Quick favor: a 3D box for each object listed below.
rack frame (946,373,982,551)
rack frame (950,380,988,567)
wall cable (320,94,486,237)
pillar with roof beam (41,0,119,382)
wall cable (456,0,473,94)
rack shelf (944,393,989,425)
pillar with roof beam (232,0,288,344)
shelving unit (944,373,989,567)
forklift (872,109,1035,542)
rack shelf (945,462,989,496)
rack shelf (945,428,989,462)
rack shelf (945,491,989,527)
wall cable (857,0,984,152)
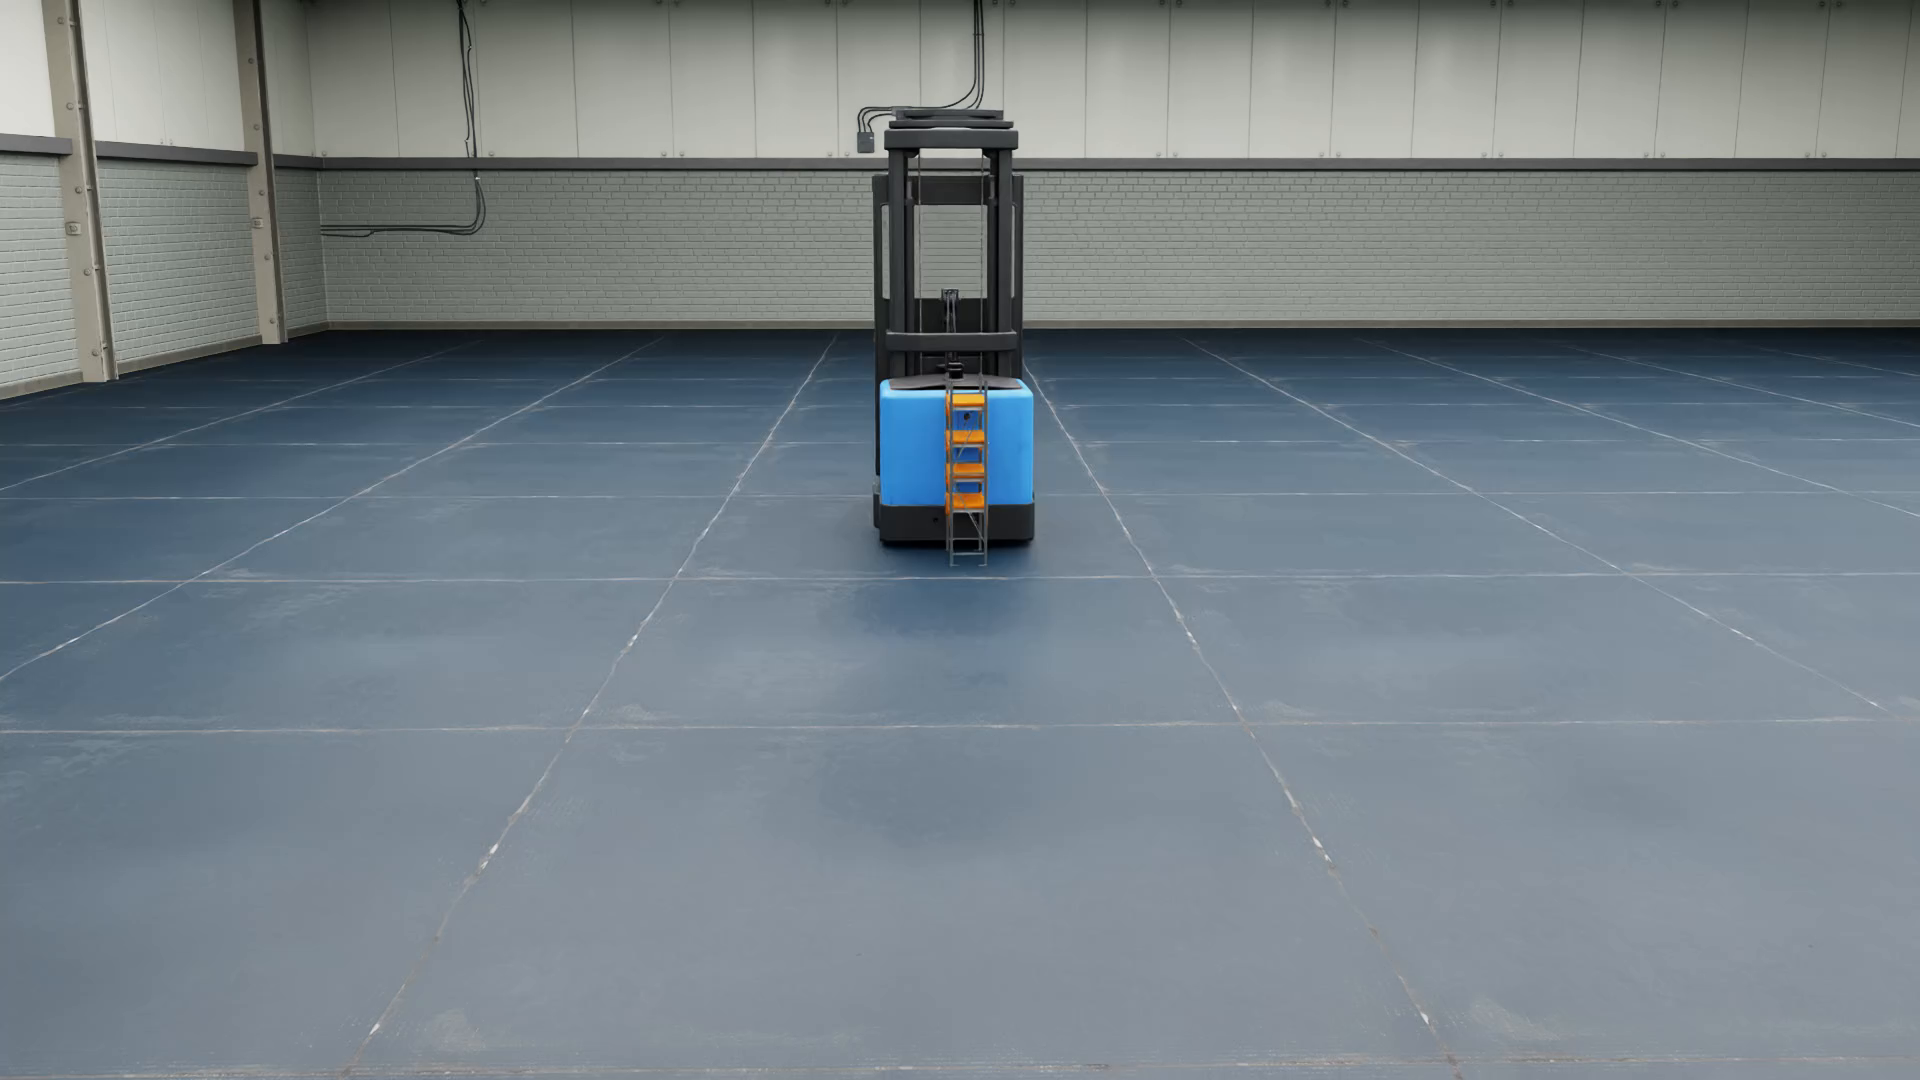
[{"bbox_3d":[0.026,-0.514,11.074,0.240,1.200,0.015,-1,11,-3],"label":"rack frame"},{"bbox_3d":[0.055,-0.417,10.596,0.240,1.200,0.015,-1,11,-3],"label":"rack frame"},{"bbox_3d":[-10.203,-6.775,30.131,3.097,2.526,0.112,0,11,-1],"label":"wall cable"},{"bbox_3d":[-7.036,-6.531,21.117,9.100,9.000,0.400,0,11,-1],"label":"pillar with roof beam"},{"bbox_3d":[-7.498,-9.261,29.683,3.097,2.526,0.112,0,11,-1],"label":"wall cable"},{"bbox_3d":[0.041,-0.850,10.757,0.258,0.148,0.480,-1,11,-3],"label":"rack shelf"},{"bbox_3d":[-7.160,-7.723,26.996,9.100,9.000,0.400,0,11,-1],"label":"pillar with roof beam"},{"bbox_3d":[0.041,-0.465,10.835,0.258,1.200,0.503,-1,11,-3],"label":"shelving unit"},{"bbox_3d":[-0.100,-1.665,12.396,1.130,2.935,3.031,-1,11,-3],"label":"forklift"},{"bbox_3d":[0.041,-0.399,10.848,0.258,0.148,0.480,-1,11,-3],"label":"rack shelf"},{"bbox_3d":[0.041,-0.619,10.804,0.258,0.148,0.480,-1,11,-3],"label":"rack shelf"},{"bbox_3d":[0.041,-0.205,10.888,0.258,0.148,0.480,-1,11,-3],"label":"rack shelf"},{"bbox_3d":[-0.711,-9.999,29.660,2.305,6.003,0.169,0,11,-1],"label":"wall cable"}]
